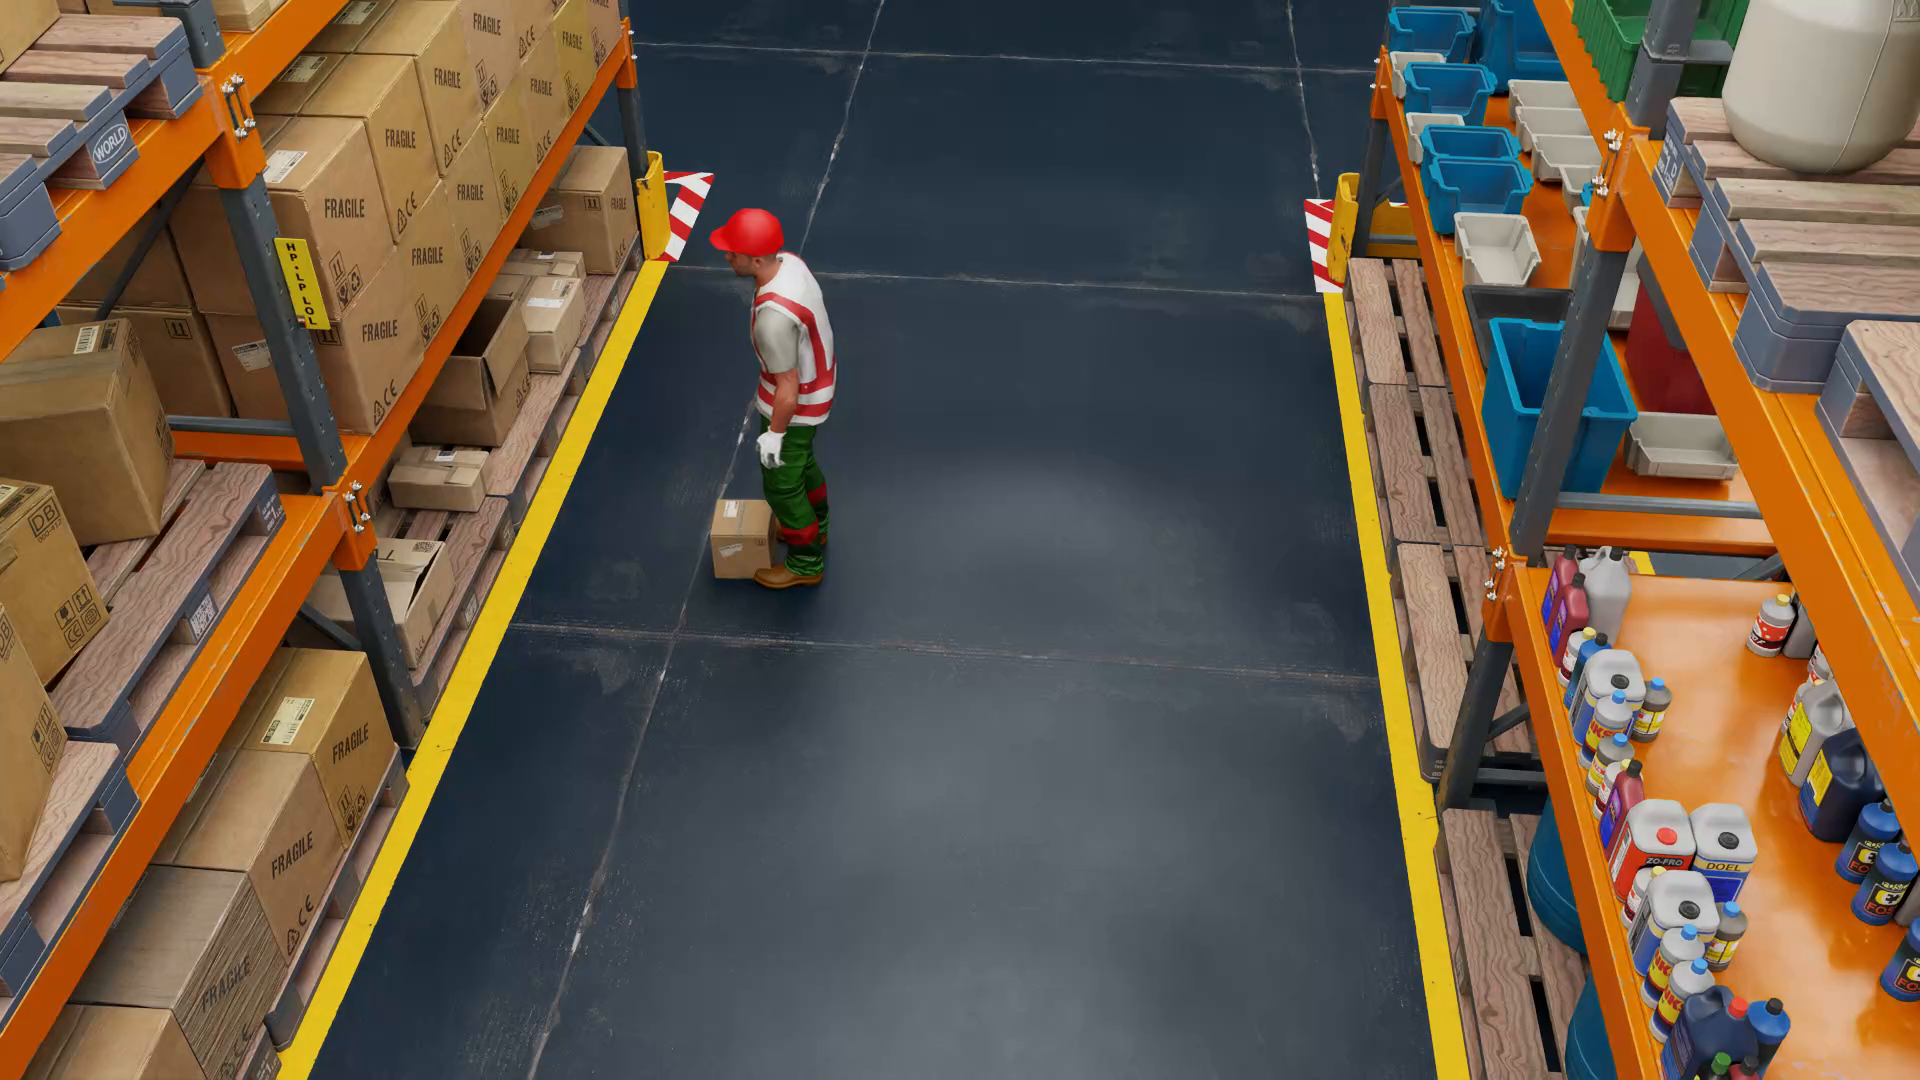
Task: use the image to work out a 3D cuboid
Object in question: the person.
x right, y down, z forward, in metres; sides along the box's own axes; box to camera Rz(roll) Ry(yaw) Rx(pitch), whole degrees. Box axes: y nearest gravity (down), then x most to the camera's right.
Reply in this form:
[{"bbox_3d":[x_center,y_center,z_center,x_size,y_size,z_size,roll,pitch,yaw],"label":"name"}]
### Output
[{"bbox_3d":[-0.727,-0.568,6.828,0.447,1.780,0.620,1,40,1],"label":"person"}]
